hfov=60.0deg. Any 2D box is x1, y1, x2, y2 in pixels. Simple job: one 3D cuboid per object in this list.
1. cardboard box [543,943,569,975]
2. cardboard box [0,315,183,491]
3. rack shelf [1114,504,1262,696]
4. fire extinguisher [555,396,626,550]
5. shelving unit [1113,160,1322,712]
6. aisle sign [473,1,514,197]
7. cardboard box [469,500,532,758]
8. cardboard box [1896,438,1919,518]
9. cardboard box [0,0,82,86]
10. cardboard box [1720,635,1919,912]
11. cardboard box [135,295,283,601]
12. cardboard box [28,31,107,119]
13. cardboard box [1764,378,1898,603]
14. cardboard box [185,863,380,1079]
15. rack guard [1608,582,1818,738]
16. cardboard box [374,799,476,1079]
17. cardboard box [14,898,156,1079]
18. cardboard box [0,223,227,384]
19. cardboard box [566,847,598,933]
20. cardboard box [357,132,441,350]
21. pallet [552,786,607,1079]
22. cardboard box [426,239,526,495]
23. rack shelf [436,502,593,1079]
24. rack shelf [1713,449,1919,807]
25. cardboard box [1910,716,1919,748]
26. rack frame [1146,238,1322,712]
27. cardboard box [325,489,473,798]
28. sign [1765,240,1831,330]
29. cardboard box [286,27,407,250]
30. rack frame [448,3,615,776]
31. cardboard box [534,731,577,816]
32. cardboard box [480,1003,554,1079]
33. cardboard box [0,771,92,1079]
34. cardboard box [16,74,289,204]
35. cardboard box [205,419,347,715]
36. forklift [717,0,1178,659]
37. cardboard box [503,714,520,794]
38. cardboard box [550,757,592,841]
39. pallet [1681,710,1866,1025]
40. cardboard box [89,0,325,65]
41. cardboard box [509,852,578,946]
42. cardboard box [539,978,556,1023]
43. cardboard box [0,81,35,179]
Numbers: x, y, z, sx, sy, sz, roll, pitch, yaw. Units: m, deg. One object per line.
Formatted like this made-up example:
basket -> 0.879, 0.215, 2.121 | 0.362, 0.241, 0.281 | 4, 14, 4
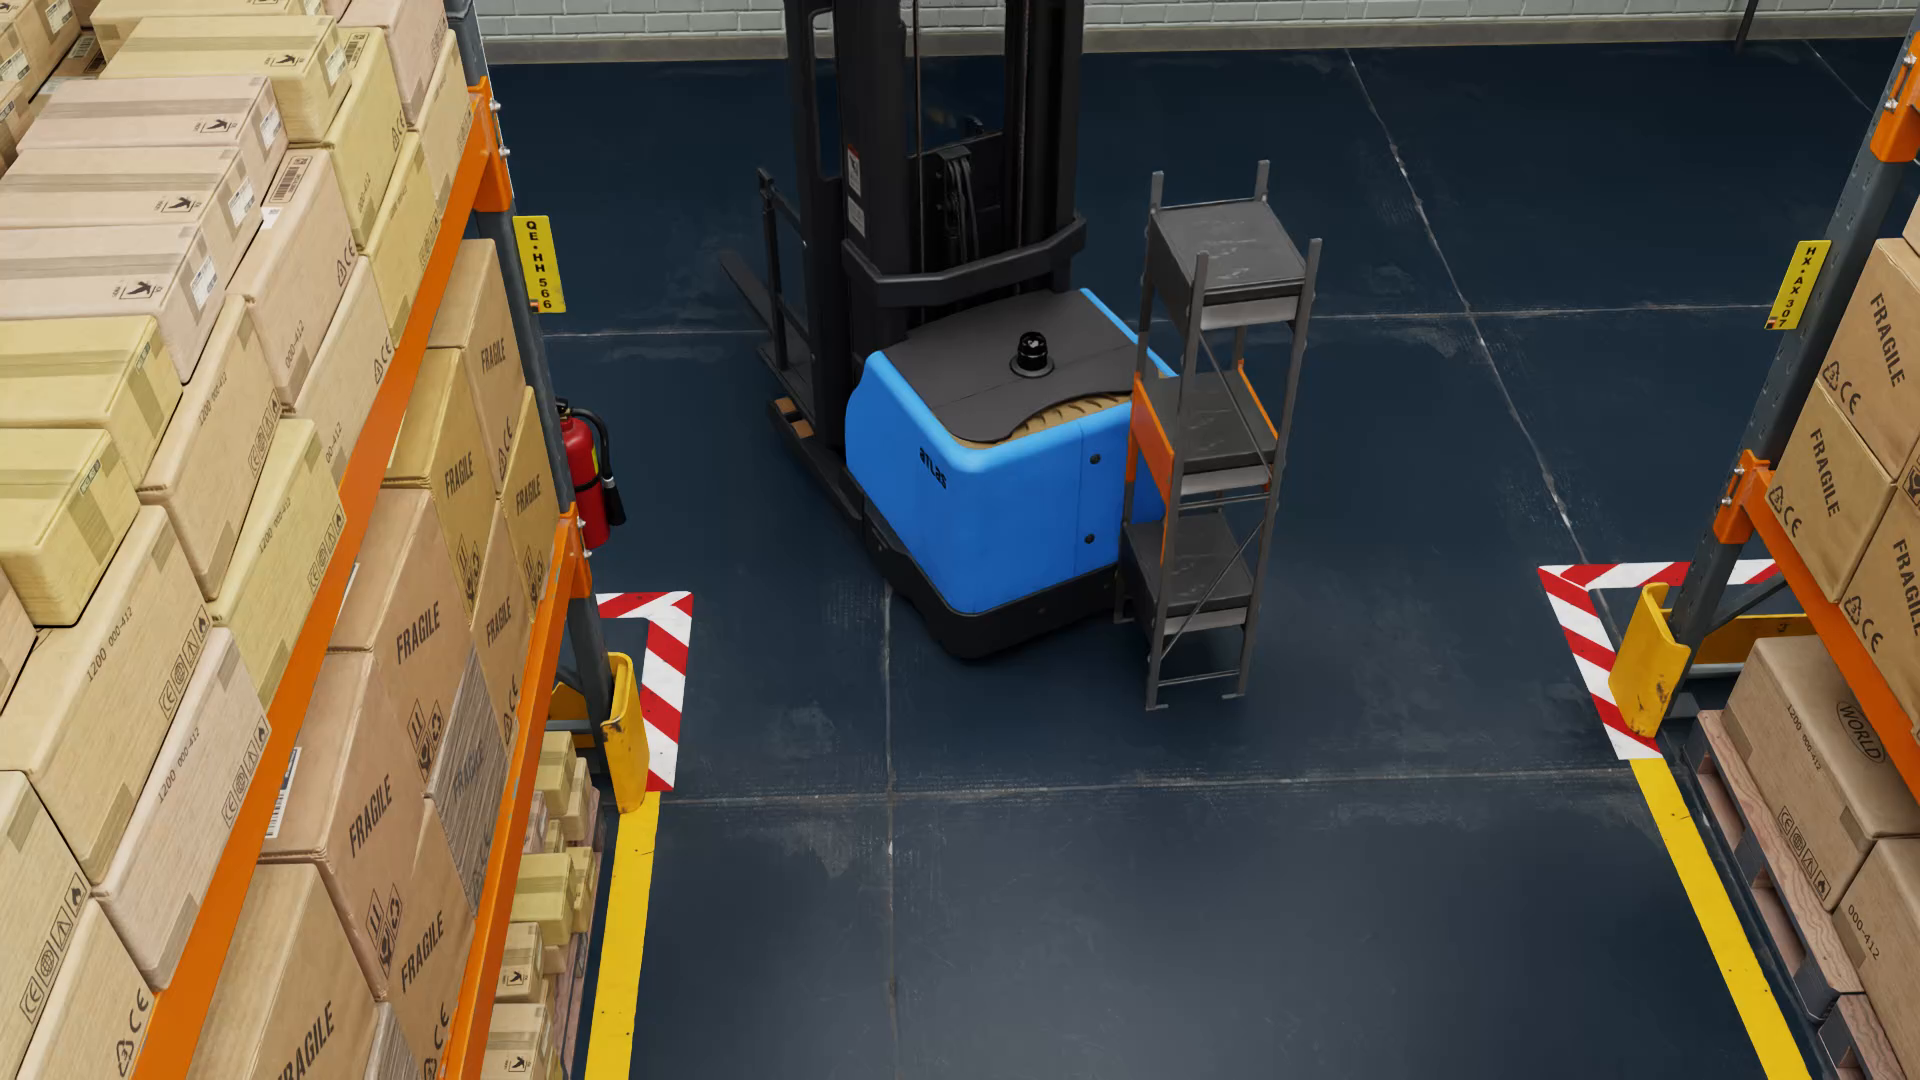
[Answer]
cardboard box -> -1.438, 1.238, 5.259 | 0.380, 0.149, 0.250 | -3, 43, -4
cardboard box -> -1.402, -0.197, 2.471 | 0.380, 0.149, 0.250 | -3, 43, -3
rack shelf -> 0.878, 0.232, 6.499 | 0.431, 0.518, 0.480 | -8, 43, -8
fire extinguisher -> -1.319, -0.265, 5.652 | 0.296, 0.674, 0.183 | -2, 43, -2
shelving unit -> 0.878, -0.294, 6.017 | 0.431, 2.100, 0.503 | -8, 43, -8
aisle sign -> -1.473, -1.264, 4.485 | 0.394, 0.787, 0.004 | -2, 43, -2
cardboard box -> -1.476, 0.250, 4.463 | 0.500, 0.500, 0.500 | -2, 43, -2
cardboard box -> 2.937, -0.182, 4.415 | 0.500, 0.500, 0.500 | -3, 43, -3
cardboard box -> -2.052, -1.046, 3.397 | 0.380, 0.149, 0.250 | -2, 43, -2
cardboard box -> 3.300, 0.775, 5.770 | 0.875, 0.438, 0.875 | -3, 43, -3
cardboard box -> -1.444, -0.147, 2.711 | 0.500, 0.250, 0.500 | -3, 43, -4
cardboard box -> -1.987, -0.826, 3.452 | 0.500, 0.250, 0.500 | -2, 43, -2
cardboard box -> 2.906, -0.162, 5.133 | 0.500, 0.500, 0.500 | -2, 43, -2
cardboard box -> -1.403, 0.936, 2.975 | 0.500, 0.500, 0.500 | -1, 43, -1
rack guard -> 3.171, 0.447, 6.392 | 1.175, 0.500, 0.348 | -2, 43, -2
cardboard box -> -1.434, 0.929, 3.723 | 0.500, 0.500, 0.500 | 0, 43, 0
cardboard box -> -1.386, 0.744, 2.109 | 0.500, 0.250, 0.500 | -2, 43, -2
cardboard box -> -1.418, -0.374, 2.664 | 0.380, 0.149, 0.250 | -3, 43, -3
cardboard box -> -1.426, 1.169, 5.554 | 0.380, 0.149, 0.250 | 0, 43, 0
cardboard box -> -1.457, -0.654, 3.635 | 0.500, 0.250, 0.500 | -2, 43, -2
pallet -> -1.767, 1.381, 5.587 | 1.003, 0.211, 1.213 | -2, 43, -2
cardboard box -> -1.501, -0.461, 4.499 | 0.500, 0.500, 0.500 | -2, 43, -3
rack shelf -> -1.684, 1.368, 4.070 | 1.077, 0.370, 4.000 | -2, 43, -2
rack shelf -> 3.257, 1.158, 4.300 | 1.077, 0.370, 4.000 | -2, 43, -2
cardboard box -> 2.958, 0.522, 4.386 | 0.500, 0.500, 0.500 | -2, 43, -2
rack frame -> 0.926, -0.132, 5.840 | 0.400, 2.100, 0.015 | -8, 43, -8
cardboard box -> -1.449, 0.232, 3.743 | 0.500, 0.500, 0.500 | 0, 43, 0
sign -> 2.617, -0.794, 5.197 | 0.100, 0.325, 0.005 | -2, 43, -2
cardboard box -> -1.473, -0.833, 3.460 | 0.500, 0.250, 0.500 | -3, 43, -3
rack frame -> -1.769, -0.247, 5.300 | 1.000, 3.000, 0.127 | -2, 43, -2
cardboard box -> -1.494, 0.779, 5.539 | 0.380, 0.149, 0.250 | -1, 43, -1
cardboard box -> -1.388, 1.478, 4.776 | 0.380, 0.149, 0.250 | 0, 43, 0
cardboard box -> -1.397, 0.550, 1.952 | 0.500, 0.250, 0.500 | -2, 43, -2
cardboard box -> -1.467, -0.723, 3.045 | 0.380, 0.149, 0.250 | -3, 43, -3
cardboard box -> -1.407, 0.039, 2.878 | 0.500, 0.250, 0.500 | 0, 43, 0
forklift -> -0.246, -1.599, 6.825 | 1.130, 2.935, 3.031 | -20, 46, -20
cardboard box -> -1.440, 0.567, 4.598 | 0.380, 0.149, 0.250 | -1, 43, -1
cardboard box -> -1.462, 0.887, 5.641 | 0.380, 0.149, 0.250 | -3, 43, -3
pallet -> 3.284, 1.108, 5.885 | 1.003, 0.211, 1.213 | -2, 43, -2
cardboard box -> -1.537, -1.071, 3.424 | 0.380, 0.149, 0.250 | -3, 43, -3
cardboard box -> -1.402, 1.122, 5.165 | 0.380, 0.149, 0.250 | -3, 43, -3
cardboard box -> -1.478, 1.516, 5.175 | 0.380, 0.149, 0.250 | -1, 43, -1
cardboard box -> -1.925, -0.711, 3.032 | 0.380, 0.149, 0.250 | -1, 43, -1
